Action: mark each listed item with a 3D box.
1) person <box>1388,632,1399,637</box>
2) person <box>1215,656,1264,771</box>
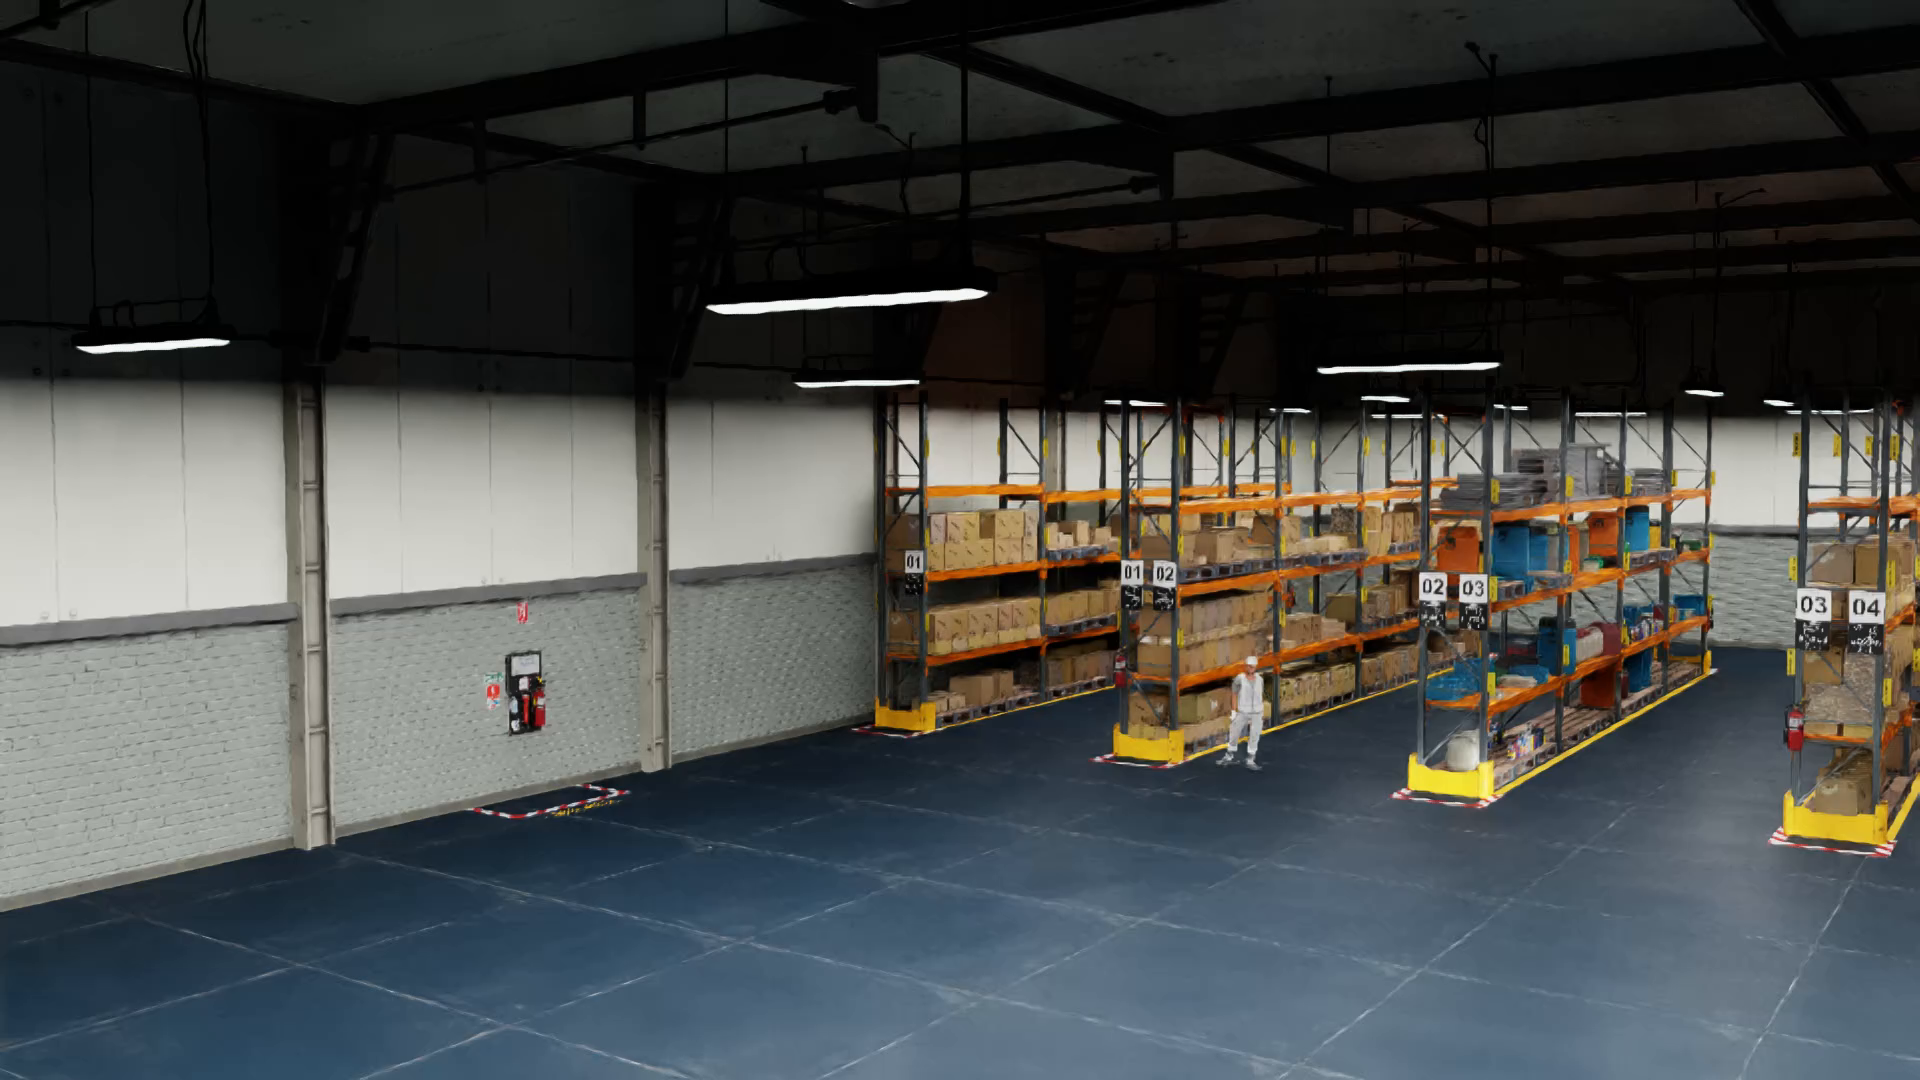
[{"bbox_3d":[11.075,1.761,42.354,0.720,1.761,0.464,-2,4,-27],"label":"person"},{"bbox_3d":[4.372,2.680,25.863,0.735,1.782,0.510,0,3,-7],"label":"person"}]
